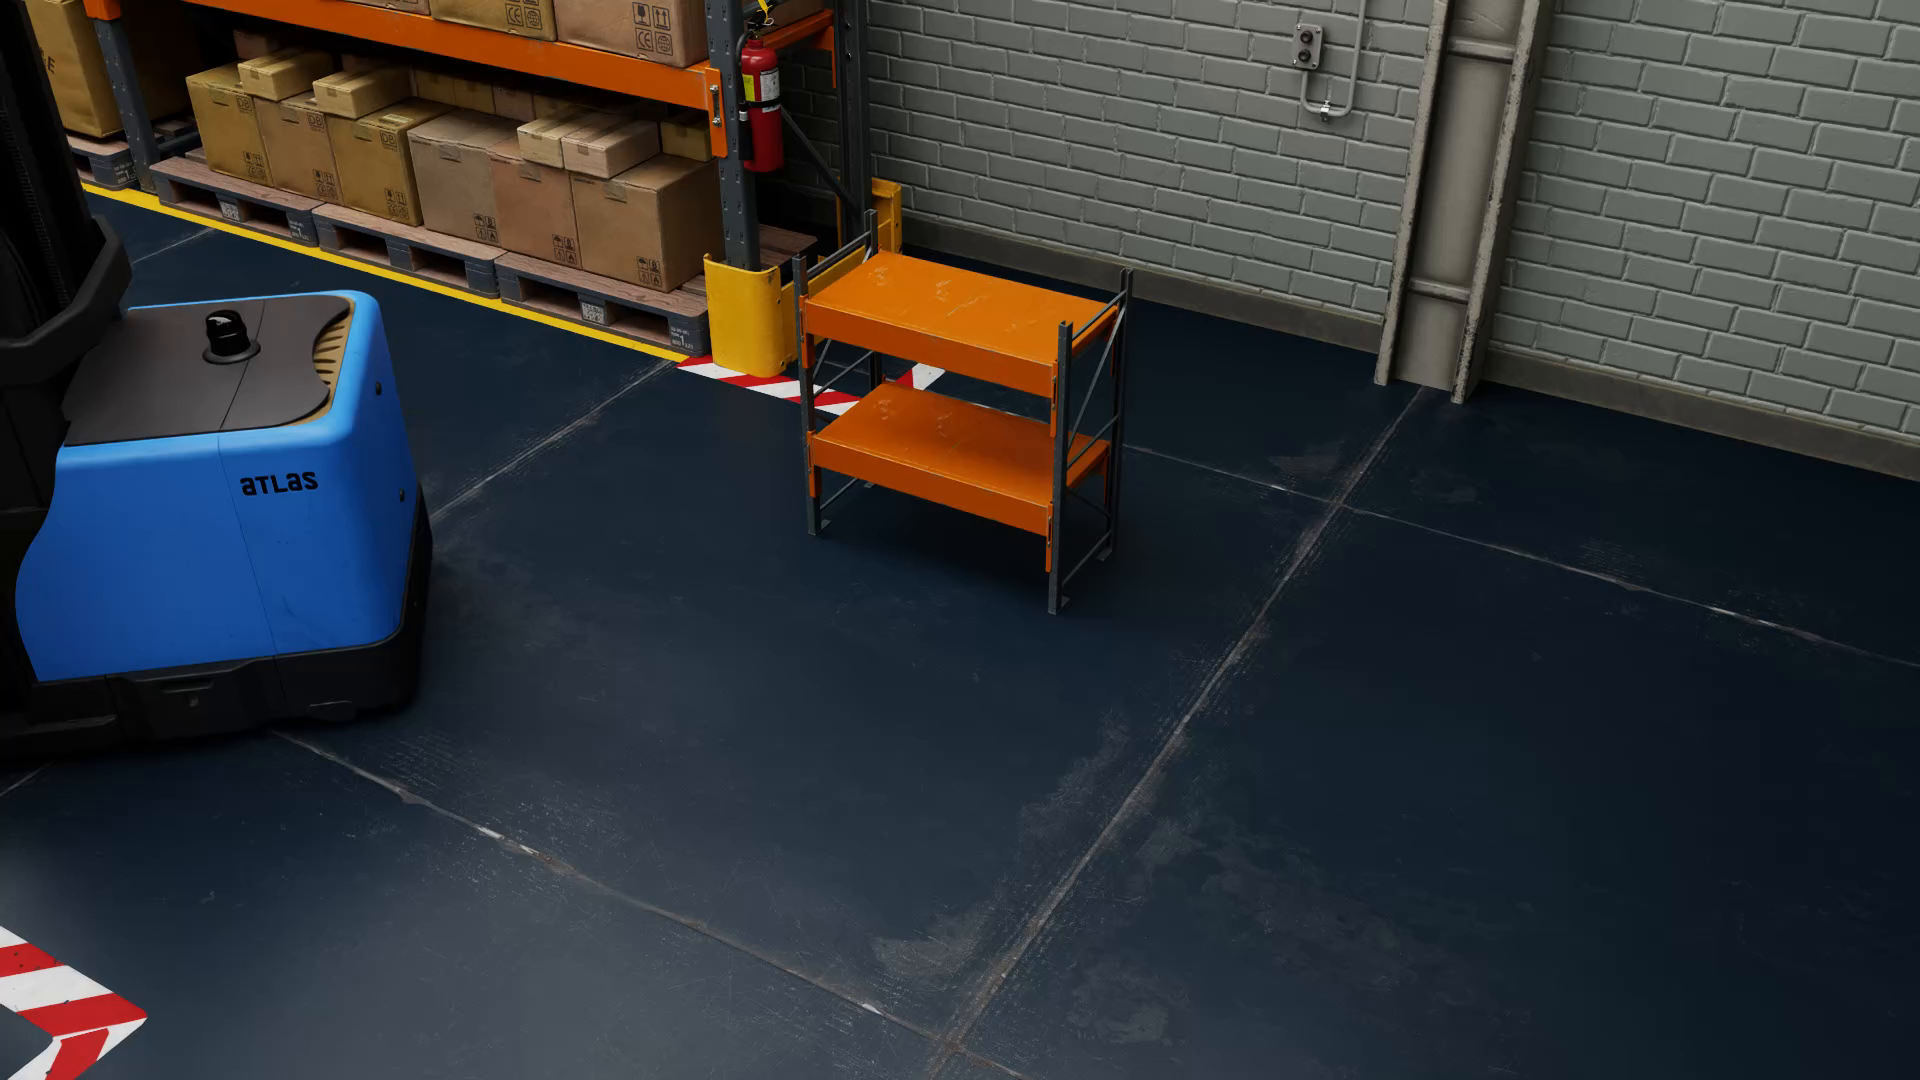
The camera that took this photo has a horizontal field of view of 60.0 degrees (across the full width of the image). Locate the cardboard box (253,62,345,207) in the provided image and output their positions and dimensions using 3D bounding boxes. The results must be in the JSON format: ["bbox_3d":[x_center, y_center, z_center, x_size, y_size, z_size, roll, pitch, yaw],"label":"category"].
[{"bbox_3d":[-3.154,-2.122,8.607,0.500,0.500,0.700,17,37,24],"label":"cardboard box"}]

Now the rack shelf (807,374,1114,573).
[{"bbox_3d":[0.006,-0.263,6.071,1.000,0.278,0.538,18,37,24],"label":"rack shelf"}]

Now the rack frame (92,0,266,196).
[{"bbox_3d":[-4.187,-3.383,8.624,0.127,3.000,1.000,18,37,24],"label":"rack frame"}]

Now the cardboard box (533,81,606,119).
[{"bbox_3d":[-1.821,-2.101,7.990,0.250,0.149,0.380,18,38,25],"label":"cardboard box"}]

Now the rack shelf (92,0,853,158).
[{"bbox_3d":[-2.451,-2.533,7.997,4.000,0.370,1.077,18,37,24],"label":"rack shelf"}]

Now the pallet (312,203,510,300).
[{"bbox_3d":[-2.502,-1.640,8.523,1.213,0.211,1.003,18,37,24],"label":"pallet"}]

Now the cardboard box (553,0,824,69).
[{"bbox_3d":[-1.162,-2.543,7.092,0.700,0.700,0.980,19,38,26],"label":"cardboard box"}]

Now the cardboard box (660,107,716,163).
[{"bbox_3d":[-1.164,-1.893,7.678,0.250,0.149,0.380,18,38,25],"label":"cardboard box"}]

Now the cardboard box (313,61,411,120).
[{"bbox_3d":[-2.929,-2.207,8.149,0.250,0.149,0.380,16,37,23],"label":"cardboard box"}]

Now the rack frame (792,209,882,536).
[{"bbox_3d":[-0.435,-0.606,6.145,0.032,1.125,0.500,18,37,24],"label":"rack frame"}]

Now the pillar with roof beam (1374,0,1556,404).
[{"bbox_3d":[-0.077,-2.382,1.708,0.400,9.000,9.100,18,37,24],"label":"pillar with roof beam"}]

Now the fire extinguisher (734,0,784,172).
[{"bbox_3d":[-0.812,-1.832,6.701,0.183,0.674,0.296,18,37,24],"label":"fire extinguisher"}]

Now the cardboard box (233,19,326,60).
[{"bbox_3d":[-3.616,-2.668,8.841,0.250,0.149,0.380,17,37,24],"label":"cardboard box"}]

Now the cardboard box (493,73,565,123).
[{"bbox_3d":[-2.042,-2.171,8.095,0.250,0.149,0.380,18,38,25],"label":"cardboard box"}]

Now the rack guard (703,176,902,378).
[{"bbox_3d":[-0.693,-1.236,7.655,0.348,0.500,1.175,18,37,24],"label":"rack guard"}]

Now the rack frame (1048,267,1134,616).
[{"bbox_3d":[0.447,-0.327,5.725,0.032,1.125,0.500,18,37,24],"label":"rack frame"}]

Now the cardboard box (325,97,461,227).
[{"bbox_3d":[-2.710,-1.980,8.394,0.500,0.500,0.700,18,38,25],"label":"cardboard box"}]

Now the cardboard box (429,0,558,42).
[{"bbox_3d":[-1.799,-2.738,7.384,0.700,0.700,0.980,17,37,24],"label":"cardboard box"}]

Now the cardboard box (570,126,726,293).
[{"bbox_3d":[-1.371,-1.561,7.765,0.500,0.500,0.700,18,37,24],"label":"cardboard box"}]

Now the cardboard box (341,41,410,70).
[{"bbox_3d":[-2.928,-2.451,8.516,0.250,0.149,0.380,16,37,23],"label":"cardboard box"}]

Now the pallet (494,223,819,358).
[{"bbox_3d":[-1.447,-1.304,8.018,1.213,0.211,1.003,18,37,24],"label":"pallet"}]

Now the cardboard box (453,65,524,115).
[{"bbox_3d":[-2.265,-2.241,8.200,0.250,0.149,0.380,18,38,25],"label":"cardboard box"}]

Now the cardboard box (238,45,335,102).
[{"bbox_3d":[-3.382,-2.350,8.364,0.250,0.149,0.380,19,38,26],"label":"cardboard box"}]

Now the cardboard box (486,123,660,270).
[{"bbox_3d":[-1.806,-1.699,7.972,0.500,0.500,0.700,17,37,24],"label":"cardboard box"}]

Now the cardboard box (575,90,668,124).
[{"bbox_3d":[-1.604,-2.032,7.887,0.250,0.149,0.380,18,38,25],"label":"cardboard box"}]

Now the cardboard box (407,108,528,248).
[{"bbox_3d":[-2.243,-1.837,8.179,0.500,0.500,0.700,16,37,23],"label":"cardboard box"}]

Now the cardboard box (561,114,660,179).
[{"bbox_3d":[-1.573,-1.779,7.507,0.250,0.149,0.380,17,37,24],"label":"cardboard box"}]

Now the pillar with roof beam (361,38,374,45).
[{"bbox_3d":[-5.286,-4.032,4.186,0.400,9.000,9.100,18,37,24],"label":"pillar with roof beam"}]

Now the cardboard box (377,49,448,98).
[{"bbox_3d":[-2.709,-2.382,8.411,0.250,0.149,0.380,18,38,25],"label":"cardboard box"}]

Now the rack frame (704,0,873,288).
[{"bbox_3d":[-0.714,-2.283,6.972,0.127,3.000,1.000,18,37,24],"label":"rack frame"}]

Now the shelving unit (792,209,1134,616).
[{"bbox_3d":[0.006,-0.466,5.935,1.048,1.125,0.538,18,37,24],"label":"shelving unit"}]

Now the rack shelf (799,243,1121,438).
[{"bbox_3d":[0.006,-0.710,5.773,1.000,0.278,0.538,18,37,24],"label":"rack shelf"}]

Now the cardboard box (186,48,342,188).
[{"bbox_3d":[-3.589,-2.262,8.817,0.500,0.500,0.700,18,38,25],"label":"cardboard box"}]

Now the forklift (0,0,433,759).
[{"bbox_3d":[-3.339,-0.759,4.745,3.031,2.935,1.130,-6,34,-9],"label":"forklift"}]

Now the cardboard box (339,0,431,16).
[{"bbox_3d":[-2.456,-2.952,7.706,0.700,0.700,0.980,16,37,22],"label":"cardboard box"}]

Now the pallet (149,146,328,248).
[{"bbox_3d":[-3.566,-1.975,9.026,1.213,0.211,1.003,18,37,24],"label":"pallet"}]

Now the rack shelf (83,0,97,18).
[{"bbox_3d":[-5.923,-3.633,9.649,4.000,0.370,1.077,18,37,24],"label":"rack shelf"}]

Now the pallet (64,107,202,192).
[{"bbox_3d":[-4.894,-2.398,9.661,1.213,0.211,1.003,18,37,24],"label":"pallet"}]

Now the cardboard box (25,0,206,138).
[{"bbox_3d":[-4.816,-2.779,9.278,0.750,0.750,0.750,18,38,25],"label":"cardboard box"}]

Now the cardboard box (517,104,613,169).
[{"bbox_3d":[-1.796,-1.849,7.612,0.250,0.149,0.380,19,38,26],"label":"cardboard box"}]

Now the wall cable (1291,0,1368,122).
[{"bbox_3d":[0.867,-2.809,6.845,1.851,1.984,0.084,18,37,24],"label":"wall cable"}]

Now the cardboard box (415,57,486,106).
[{"bbox_3d":[-2.485,-2.311,8.305,0.250,0.149,0.380,17,37,24],"label":"cardboard box"}]
